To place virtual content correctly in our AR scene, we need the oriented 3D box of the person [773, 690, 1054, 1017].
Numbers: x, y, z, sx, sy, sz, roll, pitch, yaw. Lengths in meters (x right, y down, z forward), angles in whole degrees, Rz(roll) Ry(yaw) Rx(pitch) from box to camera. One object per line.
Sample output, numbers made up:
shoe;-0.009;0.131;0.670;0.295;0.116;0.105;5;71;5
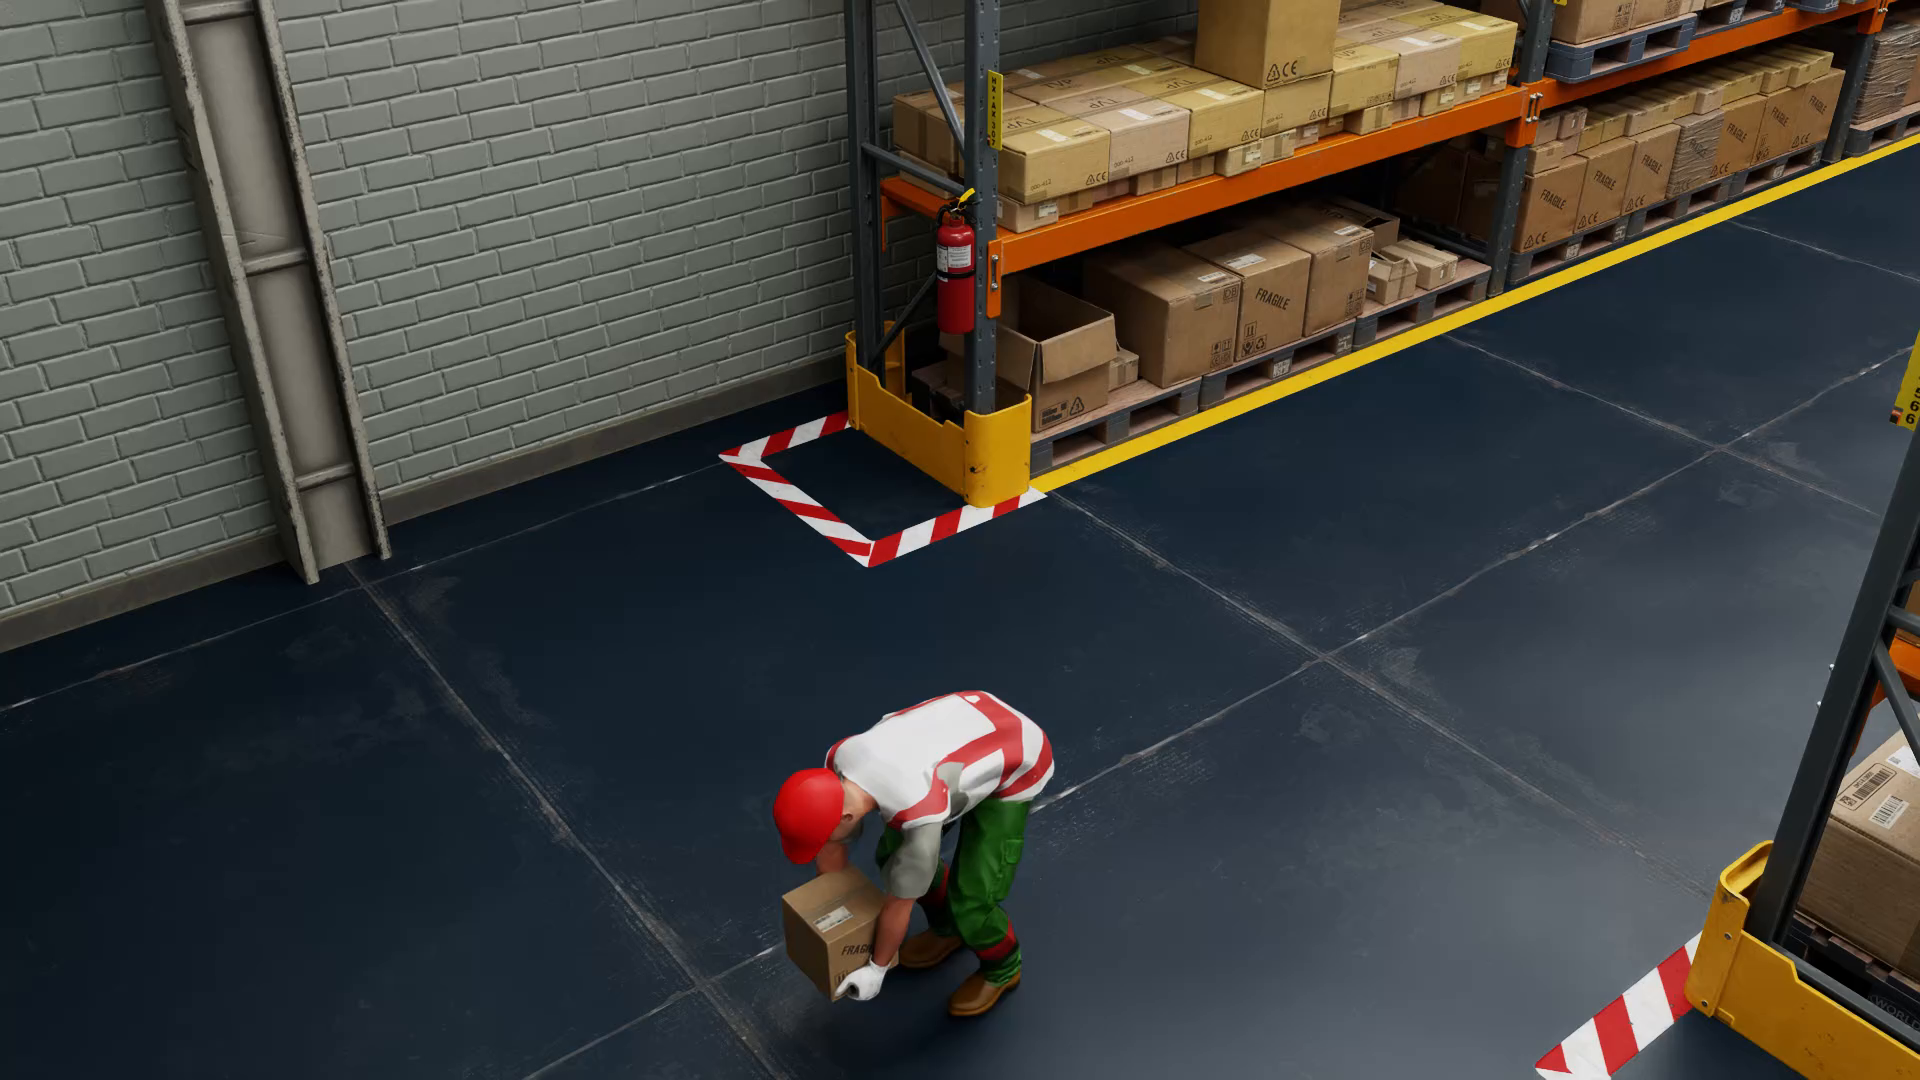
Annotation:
person;-0.142;1.011;5.105;0.951;1.134;0.523;-24;39;-33
